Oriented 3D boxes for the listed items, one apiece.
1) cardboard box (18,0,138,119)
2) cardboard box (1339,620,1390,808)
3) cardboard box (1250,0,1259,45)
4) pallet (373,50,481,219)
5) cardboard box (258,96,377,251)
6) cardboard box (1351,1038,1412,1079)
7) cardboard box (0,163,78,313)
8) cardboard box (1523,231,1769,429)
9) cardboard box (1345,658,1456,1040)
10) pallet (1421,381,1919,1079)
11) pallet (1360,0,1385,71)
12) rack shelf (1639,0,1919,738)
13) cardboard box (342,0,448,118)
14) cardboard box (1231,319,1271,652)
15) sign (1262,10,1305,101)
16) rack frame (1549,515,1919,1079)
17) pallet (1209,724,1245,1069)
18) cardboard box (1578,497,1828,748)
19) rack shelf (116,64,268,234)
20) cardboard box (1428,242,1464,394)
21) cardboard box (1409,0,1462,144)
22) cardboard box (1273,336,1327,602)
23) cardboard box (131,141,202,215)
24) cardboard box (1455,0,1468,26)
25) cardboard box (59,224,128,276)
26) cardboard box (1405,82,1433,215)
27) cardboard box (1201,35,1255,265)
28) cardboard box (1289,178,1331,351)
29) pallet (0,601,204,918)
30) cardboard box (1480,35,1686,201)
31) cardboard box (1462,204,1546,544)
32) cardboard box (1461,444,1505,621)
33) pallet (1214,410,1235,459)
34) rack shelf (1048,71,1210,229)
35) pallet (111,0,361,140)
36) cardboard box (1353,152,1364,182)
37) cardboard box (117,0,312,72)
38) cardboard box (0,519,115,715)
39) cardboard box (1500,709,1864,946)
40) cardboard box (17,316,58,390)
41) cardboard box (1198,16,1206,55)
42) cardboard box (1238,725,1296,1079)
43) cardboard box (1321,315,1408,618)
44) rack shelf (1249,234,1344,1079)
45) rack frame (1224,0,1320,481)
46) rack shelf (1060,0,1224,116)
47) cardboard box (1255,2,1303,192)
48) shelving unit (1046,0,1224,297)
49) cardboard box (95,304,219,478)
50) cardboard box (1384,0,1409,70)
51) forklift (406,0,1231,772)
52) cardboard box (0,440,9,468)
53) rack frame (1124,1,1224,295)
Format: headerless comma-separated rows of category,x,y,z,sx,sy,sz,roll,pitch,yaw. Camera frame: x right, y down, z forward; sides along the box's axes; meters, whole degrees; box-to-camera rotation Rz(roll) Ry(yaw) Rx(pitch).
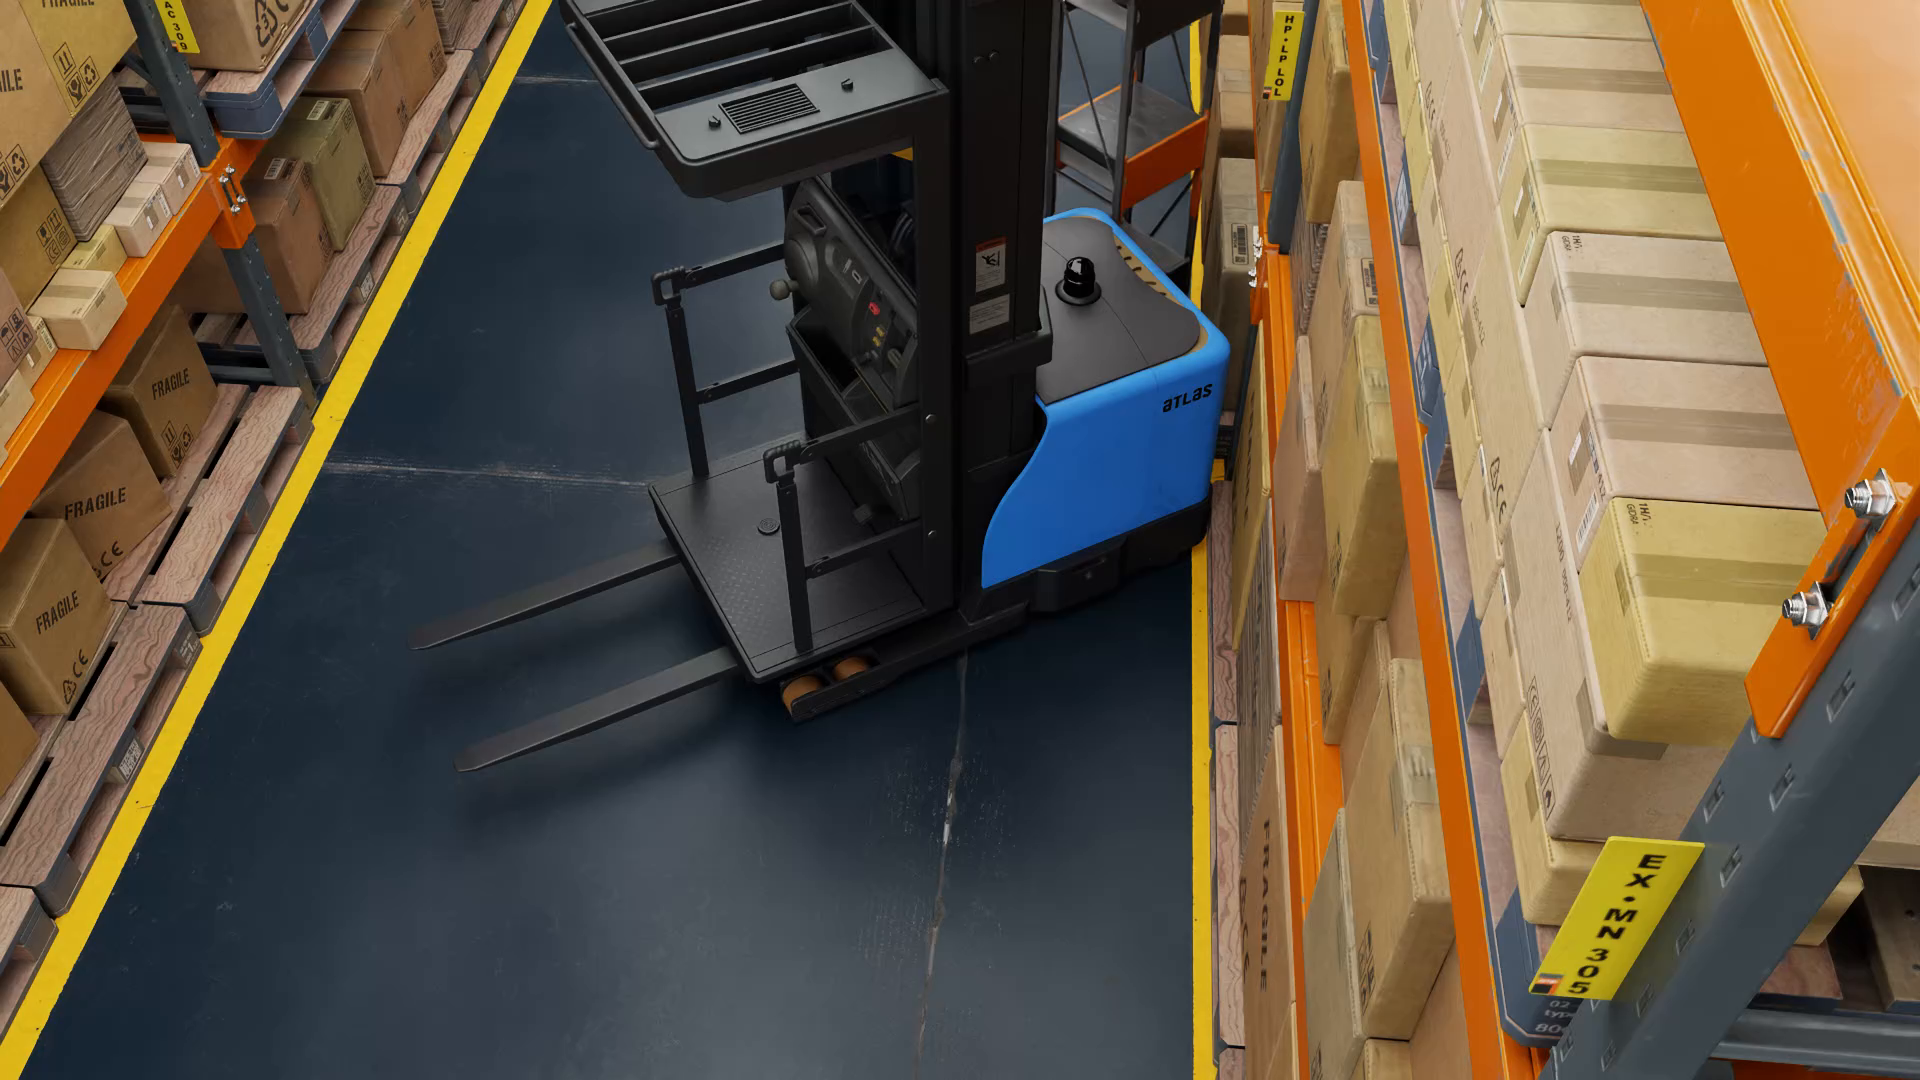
cardboard box,-3.091,-1.726,5.375,0.500,0.500,0.500,4,48,4
cardboard box,1.435,0.608,4.085,0.875,0.550,0.550,4,48,4
cardboard box,1.480,-2.374,6.846,0.500,0.500,0.500,4,48,4
pallet,-3.146,-2.134,8.584,1.003,0.211,1.213,4,48,4
cardboard box,-3.184,-1.708,7.701,0.700,0.500,0.500,4,48,3
cardboard box,1.230,1.417,3.345,0.875,0.550,0.550,4,48,4
cardboard box,-3.507,-1.046,5.431,0.875,0.500,0.500,4,48,4
cardboard box,0.982,-0.271,2.236,0.380,0.149,0.250,5,48,4
cardboard box,1.272,0.648,3.317,0.875,0.550,0.550,4,48,4
pallet,1.299,0.215,2.574,1.003,0.211,1.213,4,48,4
pallet,1.521,-1.578,4.214,1.003,0.211,1.213,4,48,4
rack shelf,1.424,-1.373,2.692,1.077,0.370,4.000,4,48,4
cardboard box,-3.083,-2.529,8.452,0.700,0.500,0.500,7,48,7
cardboard box,1.479,-0.163,6.048,0.875,0.875,0.875,5,48,4
sign,1.065,-1.589,5.466,0.100,0.325,0.005,4,48,4
rack frame,1.242,-0.281,0.935,1.000,3.000,0.127,4,48,4
pallet,1.350,1.198,5.537,1.003,0.211,1.213,4,48,4
cardboard box,0.934,0.101,1.896,0.380,0.149,0.250,4,48,4
rack shelf,-3.142,-2.831,7.820,1.077,0.370,4.000,4,48,4
cardboard box,1.027,-0.375,2.871,0.380,0.149,0.250,3,48,3
cardboard box,1.147,-0.979,3.154,0.500,0.250,0.500,4,48,4
cardboard box,1.390,-0.180,4.806,0.875,0.550,0.550,4,48,4
cardboard box,-3.051,-1.341,6.140,0.380,0.149,0.250,4,48,4
cardboard box,1.073,-1.020,2.921,0.380,0.149,0.250,4,48,4
cardboard box,-3.166,-0.978,5.808,0.380,0.149,0.250,4,48,4
cardboard box,1.074,-0.747,3.212,0.380,0.149,0.250,4,48,4
cardboard box,1.665,-1.749,7.583,1.050,0.750,0.750,4,48,4
cardboard box,1.584,-0.975,5.533,0.875,0.550,0.550,4,48,4
pallet,-3.459,0.732,5.963,1.003,0.211,1.213,4,48,4
cardboard box,1.028,-0.645,2.577,0.380,0.149,0.250,4,48,4
cardboard box,1.054,-0.240,2.478,0.500,0.250,0.500,4,48,4
cardboard box,0.981,-0.001,2.529,0.380,0.149,0.250,5,48,4
pallet,1.601,-0.827,7.389,1.003,0.211,1.213,4,48,4
rack shelf,0.674,-1.514,6.754,0.480,0.518,0.431,-34,55,-27
pallet,-3.109,-2.091,6.785,1.003,0.211,1.213,4,48,4
cardboard box,1.604,-0.930,4.760,0.875,0.550,0.550,4,48,4
cardboard box,-3.112,-2.522,6.359,1.000,1.000,1.000,4,48,4
cardboard box,-3.423,0.272,5.903,0.500,0.500,0.500,0,48,0
cardboard box,0.934,0.373,2.187,0.380,0.149,0.250,4,48,3
cardboard box,-3.232,-0.612,5.474,0.380,0.149,0.250,4,48,4
cardboard box,1.826,-3.076,8.797,1.050,0.750,0.750,3,48,3
cardboard box,1.316,1.169,4.829,0.875,0.875,0.875,3,48,3
cardboard box,1.377,-0.153,4.049,0.875,0.550,0.500,4,48,4
rack shelf,1.424,0.517,4.758,1.077,0.370,4.000,4,48,4
rack frame,1.606,-1.196,5.837,1.000,3.000,0.127,4,48,4
rack shelf,0.671,-1.990,6.240,0.480,0.518,0.431,-34,55,-27
cardboard box,1.387,-1.631,6.167,0.500,0.500,0.500,4,48,3
shelving unit,0.674,-1.523,6.744,0.503,2.100,0.431,-34,55,-27
cardboard box,-3.400,-0.611,6.711,0.500,0.500,0.500,3,48,2
cardboard box,1.120,-1.118,3.551,0.380,0.149,0.250,4,48,4
forklift,-0.552,-0.775,5.499,3.031,2.935,1.130,-21,51,-18
cardboard box,-3.202,-0.240,5.133,0.380,0.149,0.250,4,48,4
rack frame,0.855,-1.644,6.855,0.015,2.100,0.400,-34,55,-27
